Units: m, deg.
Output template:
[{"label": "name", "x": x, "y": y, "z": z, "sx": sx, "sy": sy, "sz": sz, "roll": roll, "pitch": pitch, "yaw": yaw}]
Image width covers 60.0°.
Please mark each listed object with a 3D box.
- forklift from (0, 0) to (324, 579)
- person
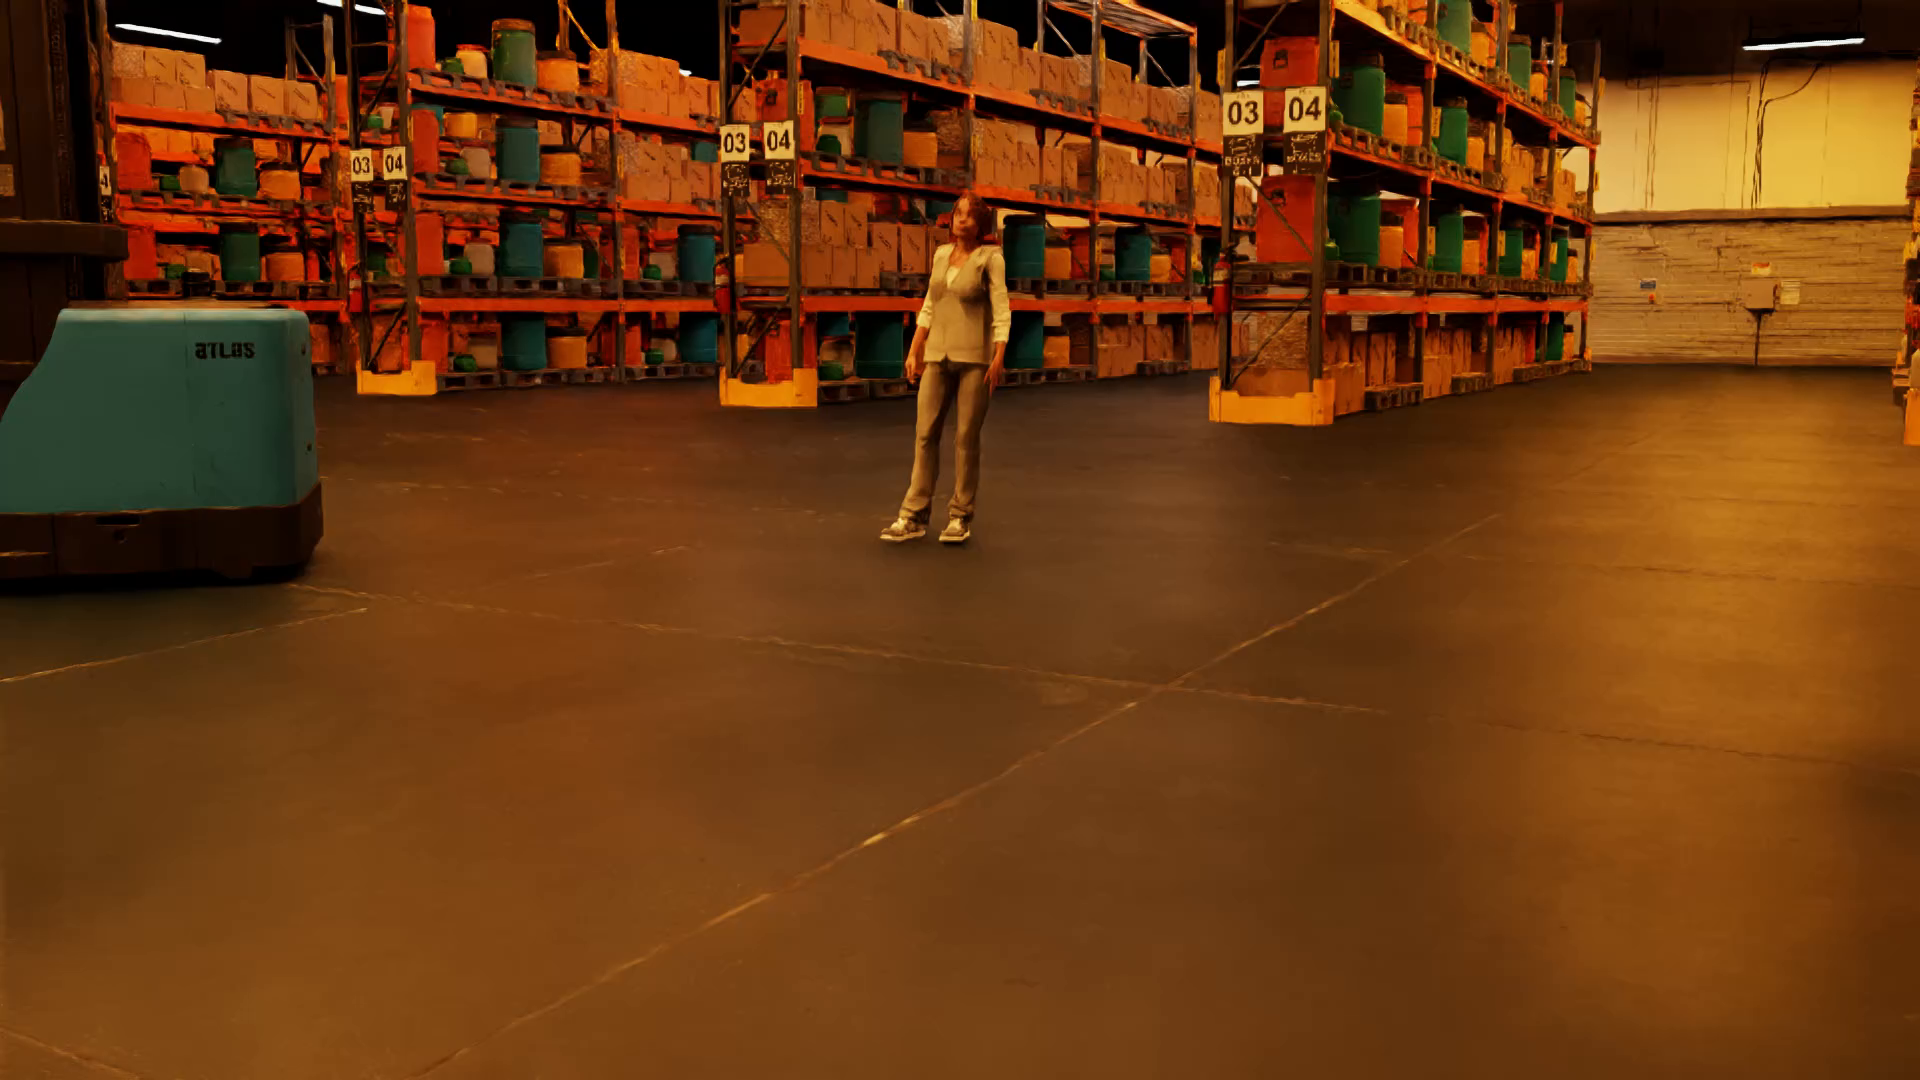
[{"label": "forklift", "x": -4.199, "y": -1.293, "z": 6.462, "sx": 3.031, "sy": 2.935, "sz": 1.130, "roll": -2, "pitch": 8, "yaw": -16}, {"label": "person", "x": -0.048, "y": -0.790, "z": 7.646, "sx": 0.521, "sy": 1.597, "sz": 0.474, "roll": 4, "pitch": 9, "yaw": 29}]
